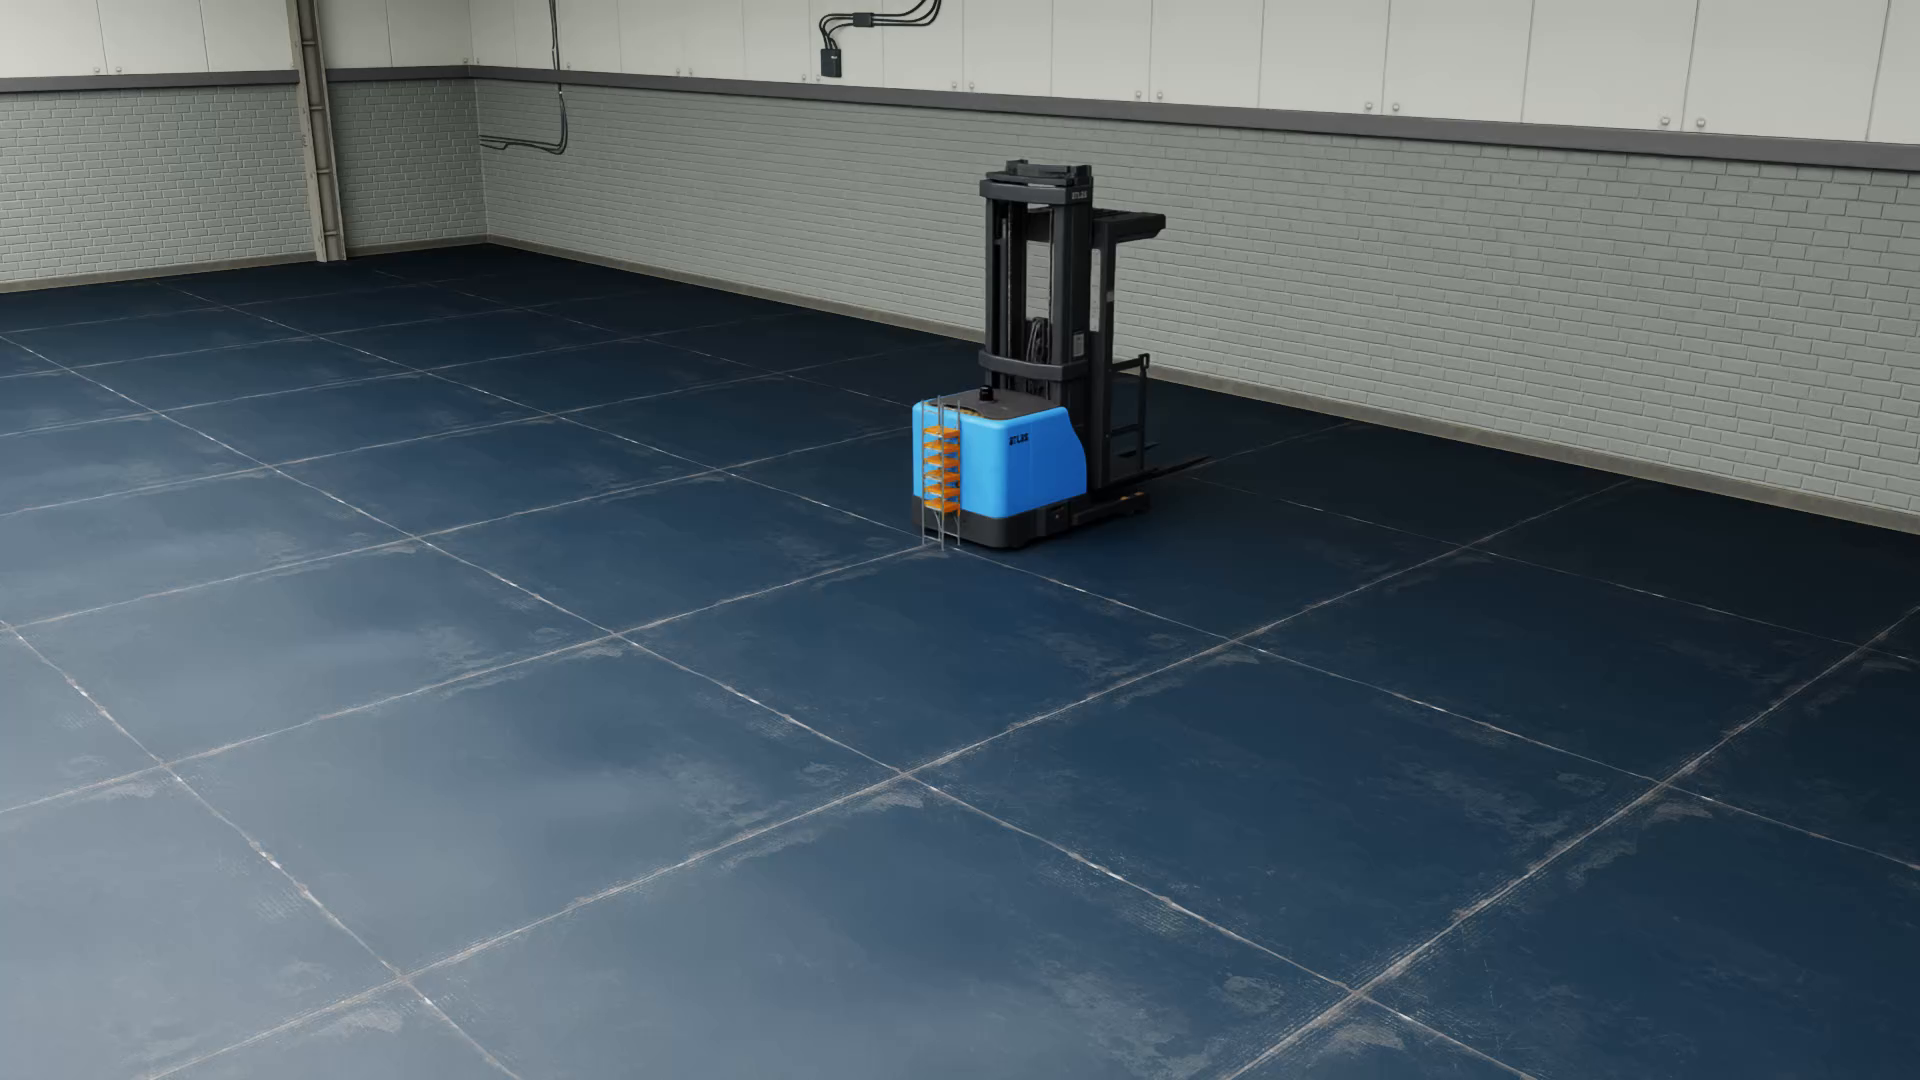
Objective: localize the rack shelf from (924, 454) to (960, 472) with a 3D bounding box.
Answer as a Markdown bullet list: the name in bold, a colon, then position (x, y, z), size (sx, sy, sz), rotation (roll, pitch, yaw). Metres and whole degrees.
- **rack shelf**: position (-0.151, -0.595, 13.130), size (0.258, 0.103, 0.180), rotation (17, 24, 42)

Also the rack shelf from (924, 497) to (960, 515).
- **rack shelf**: position (-0.151, -0.253, 13.241), size (0.258, 0.103, 0.180), rotation (17, 24, 42)

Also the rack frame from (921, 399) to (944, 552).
- **rack frame**: position (-0.215, -0.503, 13.091), size (0.240, 1.200, 0.006), rotation (17, 24, 42)

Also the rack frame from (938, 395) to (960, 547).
- **rack frame**: position (-0.087, -0.543, 13.215), size (0.240, 1.200, 0.006), rotation (17, 24, 42)

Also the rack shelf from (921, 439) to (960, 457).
- **rack shelf**: position (-0.151, -0.709, 13.093), size (0.258, 0.103, 0.180), rotation (17, 24, 42)

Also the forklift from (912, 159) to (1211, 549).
- **forklift**: position (0.995, -1.697, 13.966), size (1.130, 2.935, 3.031), rotation (17, 24, 42)

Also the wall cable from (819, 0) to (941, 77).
- **wall cable**: position (-1.043, -8.820, 20.583), size (0.169, 6.003, 2.305), rotation (-16, 24, -41)

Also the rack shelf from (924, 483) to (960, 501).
- **rack shelf**: position (-0.151, -0.367, 13.204), size (0.258, 0.103, 0.180), rotation (17, 24, 42)

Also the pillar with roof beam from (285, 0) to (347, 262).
- **pillar with roof beam**: position (-7.646, -8.040, 23.693), size (0.400, 9.000, 9.100), rotation (-16, 24, -41)

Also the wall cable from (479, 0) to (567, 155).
- **wall cable**: position (-7.554, -7.856, 28.159), size (0.112, 2.526, 3.097), rotation (-16, 24, -41)

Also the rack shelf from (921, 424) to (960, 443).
- **rack shelf**: position (-0.151, -0.823, 13.056), size (0.258, 0.103, 0.180), rotation (17, 24, 42)

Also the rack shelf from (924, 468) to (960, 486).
- **rack shelf**: position (-0.151, -0.481, 13.167), size (0.258, 0.103, 0.180), rotation (17, 24, 42)

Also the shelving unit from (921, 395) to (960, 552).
- **shelving unit**: position (-0.151, -0.523, 13.153), size (0.258, 1.200, 0.189), rotation (17, 24, 42)
